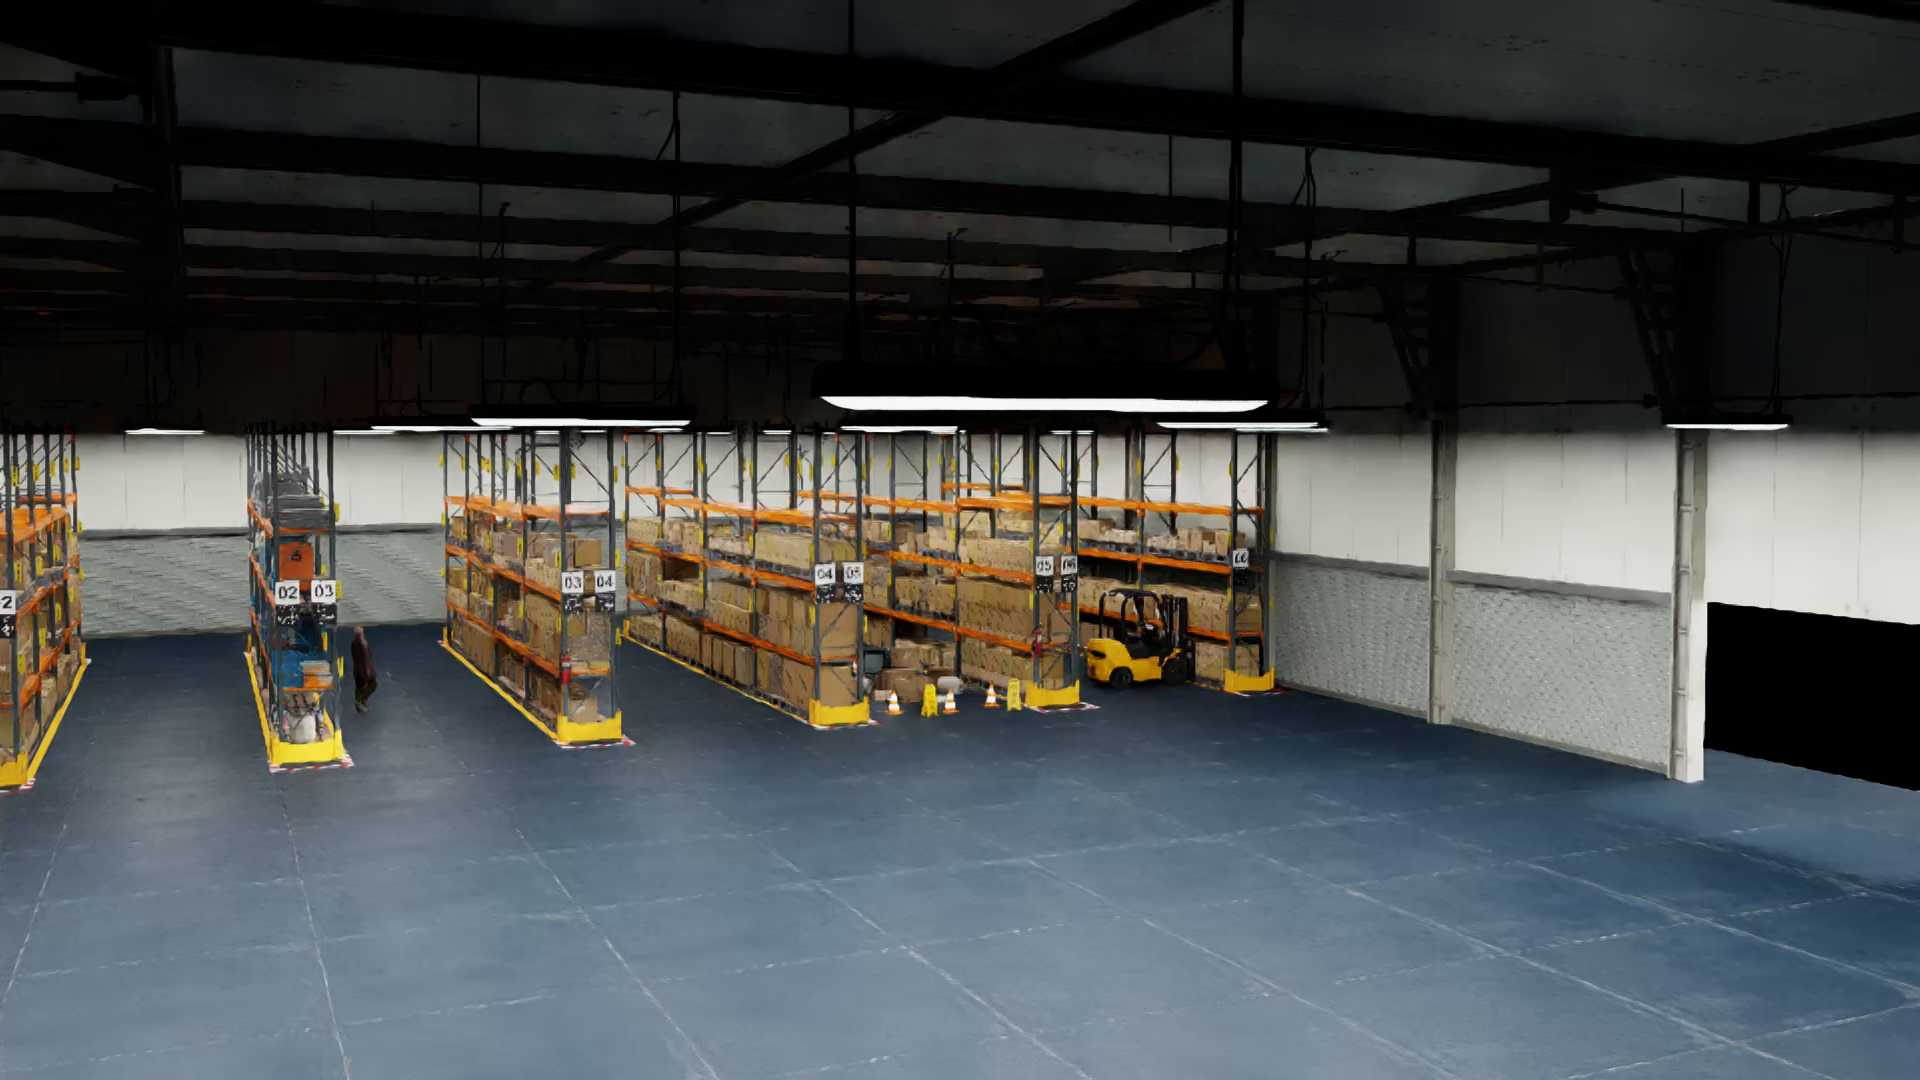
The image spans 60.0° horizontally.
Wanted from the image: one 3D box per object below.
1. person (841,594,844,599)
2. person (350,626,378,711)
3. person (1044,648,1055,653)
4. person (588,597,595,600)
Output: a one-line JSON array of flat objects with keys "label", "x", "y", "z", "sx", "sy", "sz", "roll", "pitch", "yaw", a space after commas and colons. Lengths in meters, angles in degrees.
[{"label": "person", "x": -2.990, "y": 2.213, "z": 42.735, "sx": 0.557, "sy": 1.650, "sz": 0.587, "roll": 0, "pitch": 4, "yaw": -2}, {"label": "person", "x": -12.409, "y": 2.675, "z": 34.505, "sx": 0.634, "sy": 1.779, "sz": 0.517, "roll": 3, "pitch": 5, "yaw": 41}, {"label": "person", "x": 2.066, "y": 2.410, "z": 39.388, "sx": 0.569, "sy": 1.668, "sz": 0.560, "roll": 0, "pitch": 4, "yaw": 8}, {"label": "person", "x": -10.521, "y": 1.908, "z": 47.888, "sx": 0.451, "sy": 1.645, "sz": 0.905, "roll": 0, "pitch": 4, "yaw": -6}]
